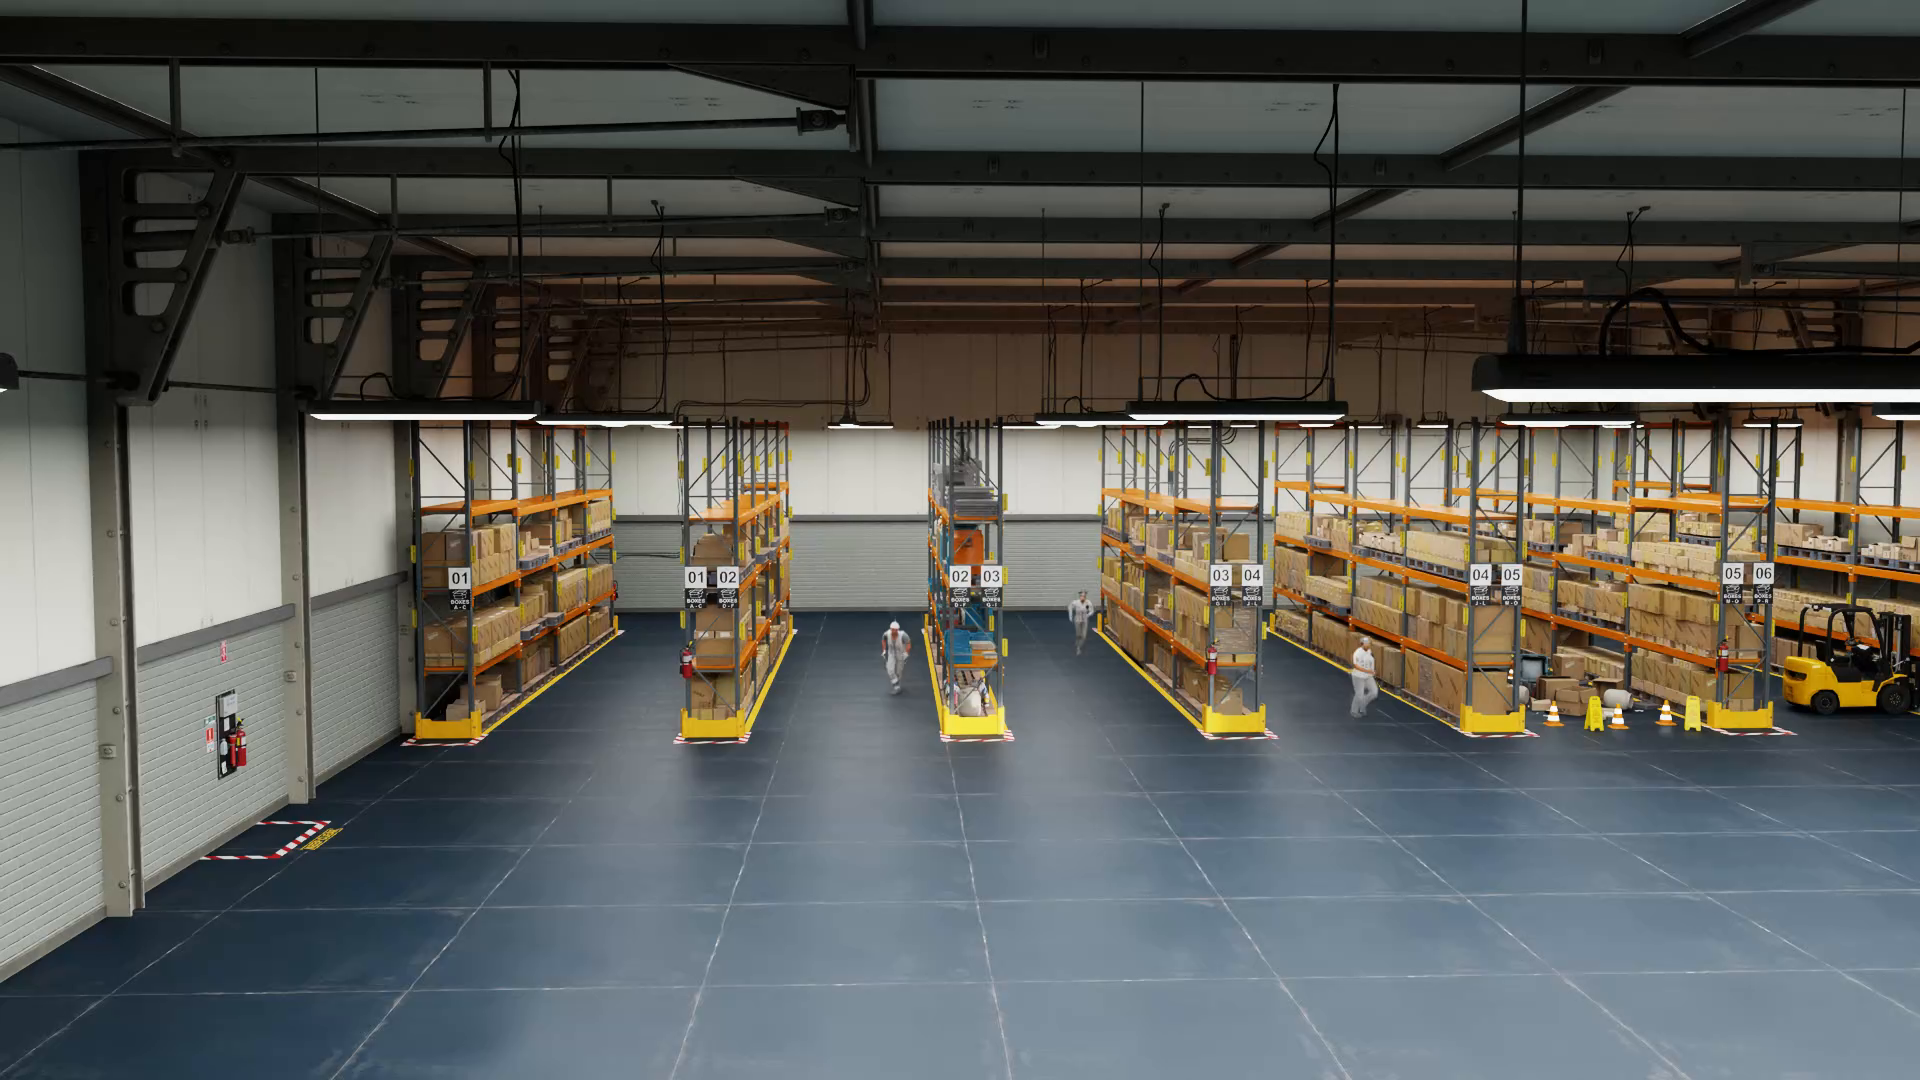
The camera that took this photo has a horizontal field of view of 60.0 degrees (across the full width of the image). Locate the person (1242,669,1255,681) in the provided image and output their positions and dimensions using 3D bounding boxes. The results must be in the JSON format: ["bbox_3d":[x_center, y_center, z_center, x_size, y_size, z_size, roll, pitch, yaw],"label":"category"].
[{"bbox_3d":[6.721,2.385,38.643,0.579,1.697,0.969,-1,4,-9],"label":"person"}]

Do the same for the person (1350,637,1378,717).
[{"bbox_3d":[8.086,2.740,33.203,0.583,1.620,0.667,-2,4,-31],"label":"person"}]

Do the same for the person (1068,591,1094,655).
[{"bbox_3d":[2.993,2.036,40.986,0.605,1.616,0.670,0,4,-6],"label":"person"}]

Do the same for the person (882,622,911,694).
[{"bbox_3d":[-1.379,2.555,36.498,0.662,1.618,1.090,0,4,6],"label":"person"}]
